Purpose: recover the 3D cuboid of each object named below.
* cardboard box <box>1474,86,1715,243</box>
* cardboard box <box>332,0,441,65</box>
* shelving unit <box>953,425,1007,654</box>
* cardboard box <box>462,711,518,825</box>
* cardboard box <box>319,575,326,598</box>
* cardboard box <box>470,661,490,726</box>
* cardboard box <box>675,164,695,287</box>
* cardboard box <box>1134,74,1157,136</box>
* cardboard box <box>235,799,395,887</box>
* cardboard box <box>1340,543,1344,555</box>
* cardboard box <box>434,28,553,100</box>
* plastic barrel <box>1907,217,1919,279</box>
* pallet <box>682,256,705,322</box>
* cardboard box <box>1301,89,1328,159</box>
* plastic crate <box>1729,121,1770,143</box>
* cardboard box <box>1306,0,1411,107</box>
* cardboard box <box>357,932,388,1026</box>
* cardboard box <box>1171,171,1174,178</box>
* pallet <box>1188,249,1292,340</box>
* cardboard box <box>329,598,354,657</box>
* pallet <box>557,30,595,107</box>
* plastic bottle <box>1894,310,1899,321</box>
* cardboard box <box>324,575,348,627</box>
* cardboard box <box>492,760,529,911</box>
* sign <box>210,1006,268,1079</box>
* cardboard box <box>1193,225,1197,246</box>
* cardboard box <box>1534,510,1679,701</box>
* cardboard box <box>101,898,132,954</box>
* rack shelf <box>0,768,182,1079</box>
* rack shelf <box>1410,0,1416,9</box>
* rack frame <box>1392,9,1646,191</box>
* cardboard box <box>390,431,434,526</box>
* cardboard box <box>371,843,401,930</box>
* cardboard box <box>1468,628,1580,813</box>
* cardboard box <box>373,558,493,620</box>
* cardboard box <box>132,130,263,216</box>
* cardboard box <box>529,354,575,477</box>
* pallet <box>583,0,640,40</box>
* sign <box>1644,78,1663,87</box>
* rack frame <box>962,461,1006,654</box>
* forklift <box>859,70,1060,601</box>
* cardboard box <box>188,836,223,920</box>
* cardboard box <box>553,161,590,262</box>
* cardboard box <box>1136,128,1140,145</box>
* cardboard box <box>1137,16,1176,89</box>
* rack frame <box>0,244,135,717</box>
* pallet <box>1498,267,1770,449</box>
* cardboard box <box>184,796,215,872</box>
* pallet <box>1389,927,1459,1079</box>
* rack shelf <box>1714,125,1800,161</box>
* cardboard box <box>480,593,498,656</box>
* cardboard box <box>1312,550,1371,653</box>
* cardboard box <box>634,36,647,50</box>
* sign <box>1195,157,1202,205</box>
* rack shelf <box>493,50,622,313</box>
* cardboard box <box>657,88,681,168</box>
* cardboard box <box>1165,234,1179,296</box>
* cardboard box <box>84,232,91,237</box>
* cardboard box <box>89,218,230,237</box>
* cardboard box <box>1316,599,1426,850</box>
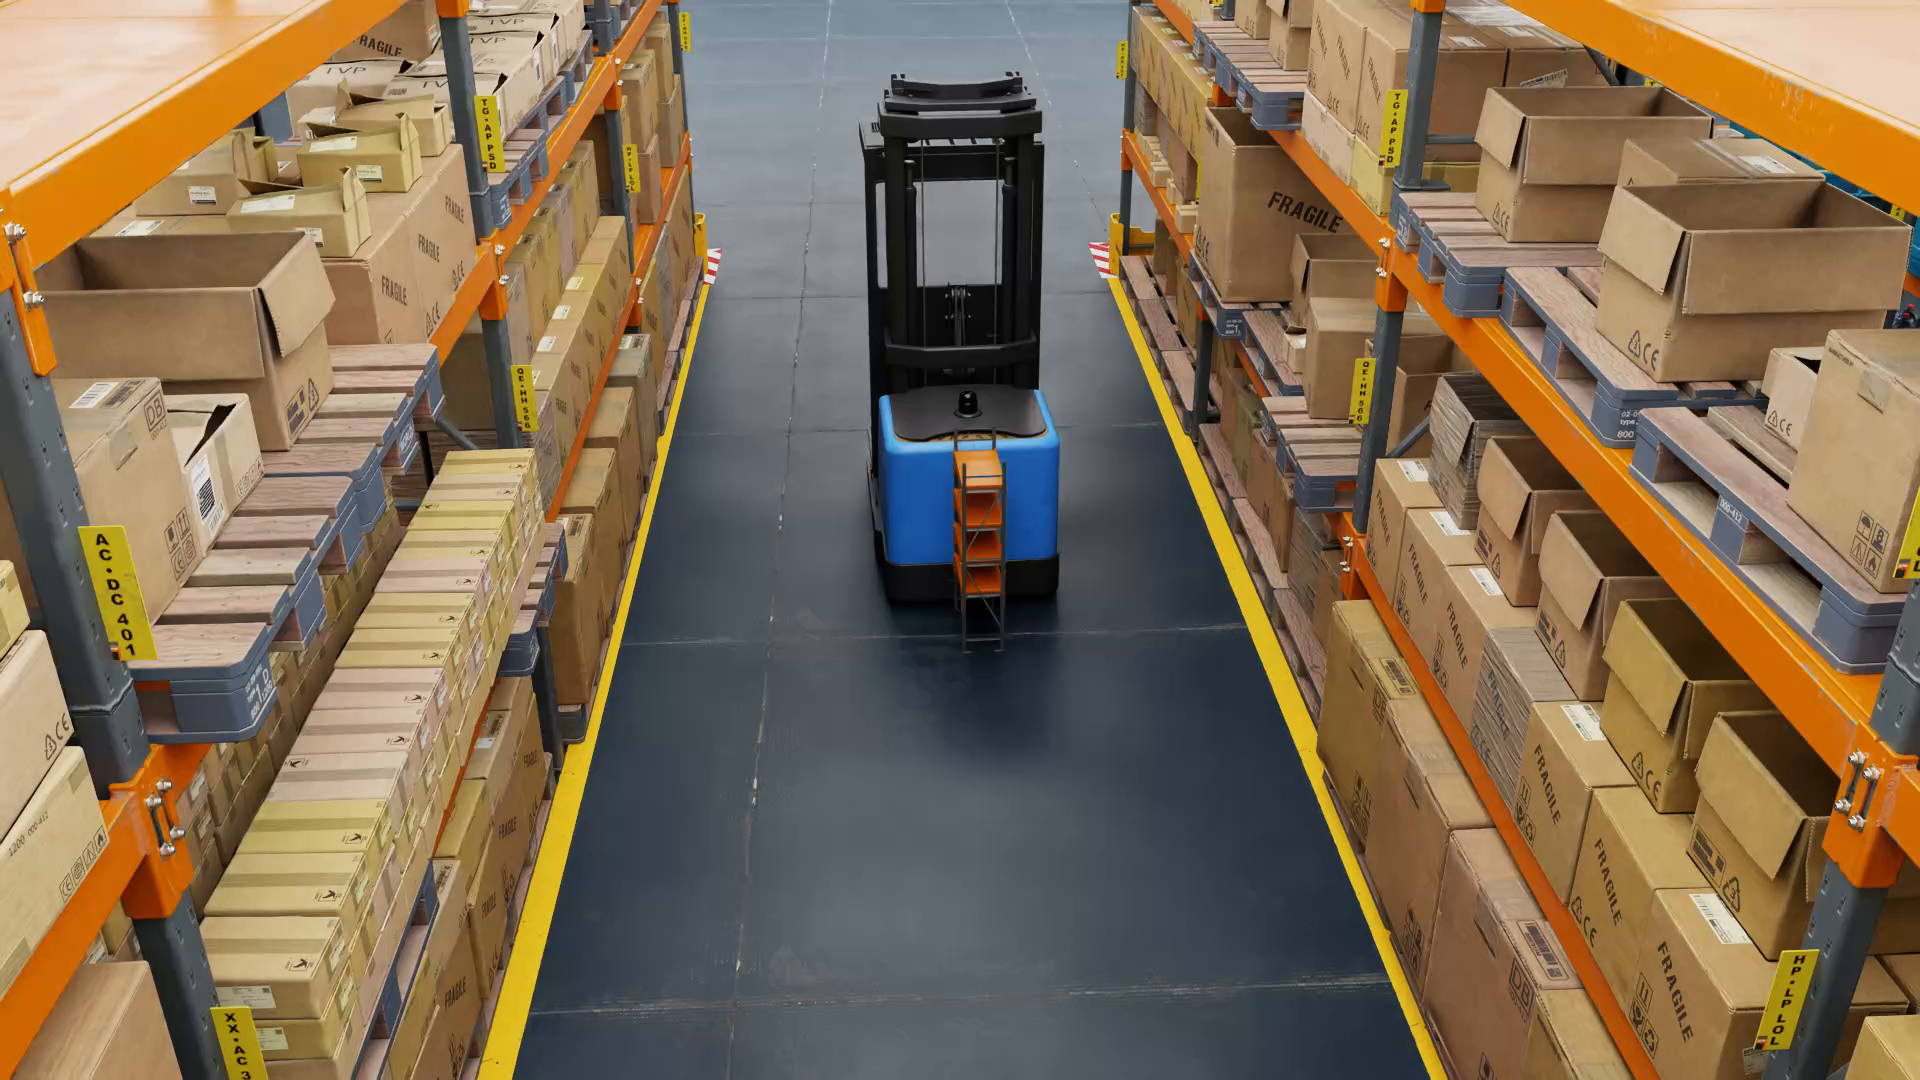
[{"bbox_3d":[2.516,-1.510,6.655,0.797,0.503,0.637,0,28,0],"label":"cardboard box"},{"bbox_3d":[-2.917,-2.556,8.555,0.500,0.500,0.500,-1,28,-3],"label":"cardboard box"},{"bbox_3d":[0.109,0.000,9.515,0.258,1.200,0.503,-3,28,-5],"label":"shelving unit"},{"bbox_3d":[-2.211,0.977,7.133,0.500,0.250,0.500,-1,28,-2],"label":"cardboard box"},{"bbox_3d":[-2.661,0.209,6.342,0.380,0.149,0.250,0,28,0],"label":"cardboard box"},{"bbox_3d":[-2.000,0.579,6.275,0.380,0.149,0.250,-1,28,-1],"label":"cardboard box"},{"bbox_3d":[-2.863,-2.782,14.746,0.875,0.875,0.875,-1,28,-2],"label":"cardboard box"},{"bbox_3d":[1.996,-3.844,14.509,0.875,0.500,0.500,-1,28,-3],"label":"cardboard box"},{"bbox_3d":[-1.930,0.914,4.991,0.380,0.149,0.250,-1,28,-2],"label":"cardboard box"},{"bbox_3d":[2.347,0.044,8.901,0.500,0.250,0.500,0,28,-1],"label":"cardboard box"},{"bbox_3d":[-2.417,-2.484,8.622,0.500,0.311,0.500,-2,28,-4],"label":"cardboard box"},{"bbox_3d":[6.867,-2.232,11.305,0.600,0.901,0.708,-1,28,-3],"label":"plastic barrel"},{"bbox_3d":[-2.844,-2.246,14.890,1.003,0.211,1.213,-1,28,-3],"label":"pallet"},{"bbox_3d":[2.080,-2.166,8.640,0.500,0.250,0.500,-1,28,-1],"label":"cardboard box"},{"bbox_3d":[7.266,-3.752,14.924,0.499,0.251,0.616,-1,28,-3],"label":"plastic crate"},{"bbox_3d":[2.089,-2.504,8.477,0.500,0.500,0.500,-1,28,-2],"label":"cardboard box"},{"bbox_3d":[-1.919,1.296,4.900,0.380,0.149,0.250,-1,28,-2],"label":"cardboard box"},{"bbox_3d":[1.898,-2.867,13.336,0.380,0.149,0.250,-1,28,-3],"label":"cardboard box"},{"bbox_3d":[2.098,-1.634,10.909,1.003,0.211,1.213,-1,28,-3],"label":"pallet"},{"bbox_3d":[-2.680,0.355,6.706,0.380,0.149,0.250,0,28,0],"label":"cardboard box"},{"bbox_3d":[-2.658,-2.825,9.949,0.805,0.209,1.217,-2,28,-5],"label":"pallet"},{"bbox_3d":[7.467,-1.717,13.336,0.097,0.271,0.097,0,28,0],"label":"plastic bottle"},{"bbox_3d":[-2.674,0.231,6.621,0.380,0.149,0.250,-1,28,-2],"label":"cardboard box"},{"bbox_3d":[-2.227,1.305,7.316,0.500,0.500,0.500,0,28,-1],"label":"cardboard box"},{"bbox_3d":[-1.796,1.292,4.156,0.100,0.325,0.005,-1,28,-3],"label":"sign"},{"bbox_3d":[1.895,-2.172,12.004,0.380,0.149,0.250,-1,28,-3],"label":"cardboard box"},{"bbox_3d":[2.507,0.231,5.932,0.797,0.503,0.637,-1,28,-1],"label":"cardboard box"},{"bbox_3d":[-2.568,1.049,4.732,0.380,0.149,0.250,-2,28,-4],"label":"cardboard box"},{"bbox_3d":[-2.233,1.605,2.026,1.077,0.370,4.000,-1,28,-3],"label":"rack shelf"},{"bbox_3d":[2.308,-3.315,8.648,1.077,0.370,4.000,-1,28,-3],"label":"rack shelf"},{"bbox_3d":[2.412,-2.888,6.619,1.000,3.000,0.127,-1,28,-3],"label":"rack frame"},{"bbox_3d":[-2.838,-0.401,8.229,0.500,0.500,0.500,-1,28,-3],"label":"cardboard box"},{"bbox_3d":[-1.928,1.054,5.044,0.380,0.149,0.250,-1,28,-1],"label":"cardboard box"},{"bbox_3d":[2.250,0.664,6.187,0.500,0.500,0.500,-1,28,-2],"label":"cardboard box"},{"bbox_3d":[-2.014,0.193,6.372,0.380,0.149,0.250,-1,28,-3],"label":"cardboard box"},{"bbox_3d":[-2.721,-1.320,5.921,0.396,0.266,0.258,-1,28,-3],"label":"cardboard box"},{"bbox_3d":[-2.329,-0.648,8.703,0.500,0.500,0.500,-2,28,-3],"label":"cardboard box"},{"bbox_3d":[-2.787,-3.671,11.459,1.003,0.211,1.213,-1,28,-3],"label":"pallet"},{"bbox_3d":[2.967,-1.832,7.193,0.100,0.325,0.005,-1,28,-3],"label":"sign"},{"bbox_3d":[0.132,0.112,9.299,0.240,1.200,0.015,-3,28,-5],"label":"rack frame"},{"bbox_3d":[-0.060,-1.587,10.686,1.130,2.935,3.031,-3,28,-5],"label":"forklift"},{"bbox_3d":[-2.594,1.088,5.300,0.380,0.149,0.250,-3,28,-5],"label":"cardboard box"},{"bbox_3d":[-2.694,-2.023,10.259,0.700,0.500,0.500,-2,28,-3],"label":"cardboard box"},{"bbox_3d":[1.765,-3.558,14.662,0.380,0.149,0.250,-1,28,-3],"label":"cardboard box"},{"bbox_3d":[1.770,-4.051,13.824,0.500,0.500,0.500,-1,28,-3],"label":"cardboard box"},{"bbox_3d":[-2.337,-0.968,2.937,1.000,3.000,0.127,-1,28,-3],"label":"rack frame"},{"bbox_3d":[2.560,-0.662,5.798,1.003,0.211,1.213,0,28,0],"label":"pallet"},{"bbox_3d":[-2.599,0.944,5.254,0.380,0.149,0.250,-2,28,-4],"label":"cardboard box"},{"bbox_3d":[2.439,1.936,6.872,1.003,0.211,1.213,-1,28,-3],"label":"pallet"},{"bbox_3d":[7.045,-2.800,13.714,1.077,0.370,4.000,-1,28,-3],"label":"rack shelf"},{"bbox_3d":[-2.010,0.331,6.430,0.380,0.149,0.250,-2,28,-3],"label":"cardboard box"},{"bbox_3d":[2.357,0.376,9.075,0.700,0.500,0.500,-3,28,-5],"label":"cardboard box"},{"bbox_3d":[-2.969,-3.709,13.350,0.875,0.550,0.550,-1,28,-3],"label":"cardboard box"},{"bbox_3d":[1.662,-2.443,11.316,0.100,0.325,0.005,-1,28,-3],"label":"sign"},{"bbox_3d":[-2.651,-2.090,9.109,1.077,0.370,4.000,-1,28,-3],"label":"rack shelf"},{"bbox_3d":[-2.849,-3.492,14.102,0.875,0.550,0.550,-1,28,-3],"label":"cardboard box"},{"bbox_3d":[2.076,-2.437,14.489,0.500,0.500,0.500,6,28,11],"label":"cardboard box"},{"bbox_3d":[-7.569,-2.378,13.837,0.500,0.500,0.500,0,28,-1],"label":"cardboard box"},{"bbox_3d":[-2.718,-0.798,5.746,0.500,0.500,0.500,-1,28,-3],"label":"cardboard box"},{"bbox_3d":[2.428,0.847,7.788,1.225,0.875,0.875,-3,28,-5],"label":"cardboard box"}]
